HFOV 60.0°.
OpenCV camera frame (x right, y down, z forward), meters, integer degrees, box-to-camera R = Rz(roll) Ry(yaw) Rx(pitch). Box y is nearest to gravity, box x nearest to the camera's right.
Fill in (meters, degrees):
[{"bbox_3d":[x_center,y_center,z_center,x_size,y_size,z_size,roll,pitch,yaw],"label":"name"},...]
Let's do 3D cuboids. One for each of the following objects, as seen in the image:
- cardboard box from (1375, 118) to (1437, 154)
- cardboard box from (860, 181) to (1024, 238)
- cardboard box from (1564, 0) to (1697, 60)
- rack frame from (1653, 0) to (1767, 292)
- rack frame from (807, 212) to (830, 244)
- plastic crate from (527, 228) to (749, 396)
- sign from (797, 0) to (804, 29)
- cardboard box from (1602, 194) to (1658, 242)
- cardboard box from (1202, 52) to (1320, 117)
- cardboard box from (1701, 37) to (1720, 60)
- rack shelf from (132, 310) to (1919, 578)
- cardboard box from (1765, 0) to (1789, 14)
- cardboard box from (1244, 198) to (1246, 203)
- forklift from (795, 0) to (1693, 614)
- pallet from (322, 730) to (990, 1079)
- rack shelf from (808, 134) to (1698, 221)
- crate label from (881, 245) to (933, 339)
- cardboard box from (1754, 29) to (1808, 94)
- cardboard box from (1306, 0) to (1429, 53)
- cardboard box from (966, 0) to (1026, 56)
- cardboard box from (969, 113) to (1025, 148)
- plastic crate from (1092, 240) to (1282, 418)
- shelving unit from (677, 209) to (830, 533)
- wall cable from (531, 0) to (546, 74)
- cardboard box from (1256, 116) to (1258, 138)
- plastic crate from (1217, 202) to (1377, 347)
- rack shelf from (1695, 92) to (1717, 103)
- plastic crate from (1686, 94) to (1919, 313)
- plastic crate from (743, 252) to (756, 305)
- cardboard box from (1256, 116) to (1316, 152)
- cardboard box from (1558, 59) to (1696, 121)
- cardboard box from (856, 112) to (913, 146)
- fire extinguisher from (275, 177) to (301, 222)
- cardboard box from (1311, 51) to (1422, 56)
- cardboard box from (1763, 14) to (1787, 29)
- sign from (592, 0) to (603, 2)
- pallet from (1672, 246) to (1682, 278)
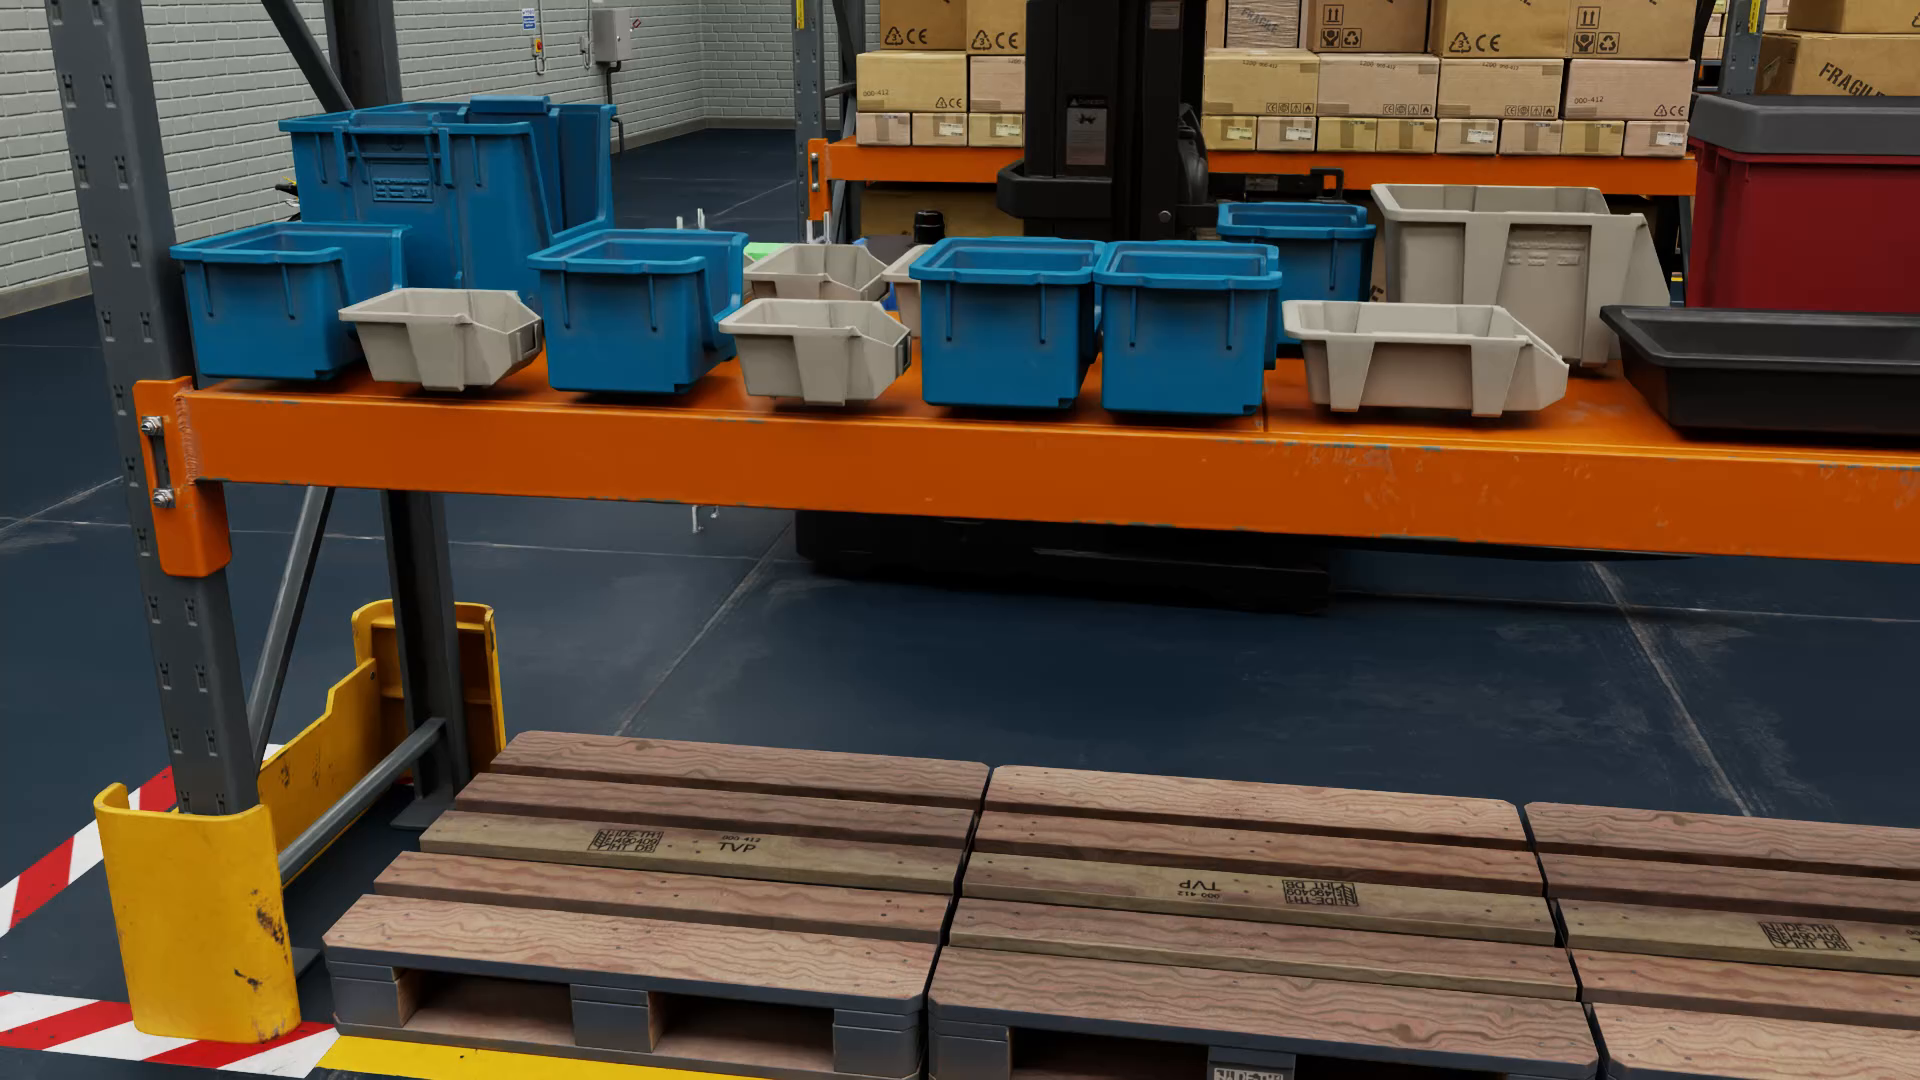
[{"bbox_3d":[1.963,-1.806,7.371,0.250,0.149,0.380,3,19,10],"label":"cardboard box"},{"bbox_3d":[0.028,-1.347,8.288,0.875,0.875,0.875,3,19,9],"label":"cardboard box"},{"bbox_3d":[2.836,-2.326,7.113,0.500,0.500,0.500,3,19,10],"label":"cardboard box"},{"bbox_3d":[3.332,-1.961,7.437,0.127,3.000,1.000,3,19,9],"label":"rack frame"},{"bbox_3d":[-0.515,-0.604,6.216,0.015,1.200,0.240,4,19,11],"label":"rack frame"},{"bbox_3d":[-0.561,-0.411,2.974,0.300,0.233,0.416,3,19,9],"label":"plastic crate"},{"bbox_3d":[-0.711,-2.437,7.370,0.005,0.325,0.100,3,19,9],"label":"sign"},{"bbox_3d":[2.693,-1.211,7.882,0.875,0.875,0.875,3,19,9],"label":"cardboard box"},{"bbox_3d":[1.340,-2.049,7.466,0.500,0.250,0.500,3,19,8],"label":"cardboard box"},{"bbox_3d":[5.056,-3.400,11.472,0.250,0.149,0.380,3,19,9],"label":"cardboard box"},{"bbox_3d":[0.572,-0.169,3.215,4.000,0.370,1.077,3,19,9],"label":"rack shelf"},{"bbox_3d":[5.563,-3.656,11.300,0.250,0.149,0.380,3,19,8],"label":"cardboard box"},{"bbox_3d":[2.051,-2.546,12.546,0.250,0.149,0.380,4,19,11],"label":"cardboard box"},{"bbox_3d":[0.983,-1.325,5.645,3.031,2.935,1.130,4,19,11],"label":"forklift"},{"bbox_3d":[-0.594,0.765,3.683,1.213,0.211,1.003,3,19,9],"label":"pallet"},{"bbox_3d":[1.358,-1.721,7.852,4.000,0.370,1.077,3,19,9],"label":"rack shelf"},{"bbox_3d":[-0.006,-0.504,3.404,0.243,0.136,0.396,3,19,9],"label":"crate label"},{"bbox_3d":[3.838,-2.071,7.607,0.500,0.500,0.500,3,19,9],"label":"cardboard box"},{"bbox_3d":[1.901,-2.543,7.761,0.500,0.500,0.500,2,19,7],"label":"cardboard box"},{"bbox_3d":[0.308,-2.454,7.496,0.500,0.500,0.500,2,19,7],"label":"cardboard box"},{"bbox_3d":[0.188,-1.897,7.641,0.250,0.149,0.380,2,19,7],"label":"cardboard box"},{"bbox_3d":[0.385,-0.363,2.830,0.300,0.233,0.416,3,19,9],"label":"plastic crate"},{"bbox_3d":[-0.754,-0.619,6.263,0.503,1.200,0.258,4,19,11],"label":"shelving unit"},{"bbox_3d":[-4.616,-6.040,17.978,0.123,1.953,0.585,3,19,9],"label":"wall cable"},{"bbox_3d":[1.554,-2.039,8.066,0.250,0.149,0.380,2,19,7],"label":"cardboard box"},{"bbox_3d":[0.666,-0.537,3.349,0.300,0.233,0.416,3,19,9],"label":"plastic crate"},{"bbox_3d":[6.194,-3.068,11.879,4.000,0.370,1.077,3,19,9],"label":"rack shelf"},{"bbox_3d":[1.705,-0.592,3.149,0.583,0.464,0.402,3,19,9],"label":"plastic crate"},{"bbox_3d":[-0.569,-0.530,3.480,0.243,0.136,0.396,3,19,9],"label":"plastic crate"},{"bbox_3d":[1.459,-1.832,7.448,0.250,0.149,0.380,3,19,10],"label":"cardboard box"},{"bbox_3d":[2.855,-1.971,7.234,0.500,0.250,0.500,3,19,8],"label":"cardboard box"},{"bbox_3d":[-0.319,-1.922,7.716,0.250,0.149,0.380,3,19,9],"label":"cardboard box"},{"bbox_3d":[-1.479,-0.547,3.921,0.183,0.674,0.296,3,19,9],"label":"fire extinguisher"},{"bbox_3d":[1.907,-2.188,7.882,0.500,0.250,0.500,3,19,10],"label":"cardboard box"},{"bbox_3d":[5.569,-3.516,11.350,0.250,0.149,0.380,4,19,11],"label":"cardboard box"},{"bbox_3d":[-4.352,-6.579,19.937,0.001,0.242,0.339,3,19,9],"label":"sign"},{"bbox_3d":[4.988,-2.149,12.393,1.213,0.211,1.003,3,19,9],"label":"pallet"}]
